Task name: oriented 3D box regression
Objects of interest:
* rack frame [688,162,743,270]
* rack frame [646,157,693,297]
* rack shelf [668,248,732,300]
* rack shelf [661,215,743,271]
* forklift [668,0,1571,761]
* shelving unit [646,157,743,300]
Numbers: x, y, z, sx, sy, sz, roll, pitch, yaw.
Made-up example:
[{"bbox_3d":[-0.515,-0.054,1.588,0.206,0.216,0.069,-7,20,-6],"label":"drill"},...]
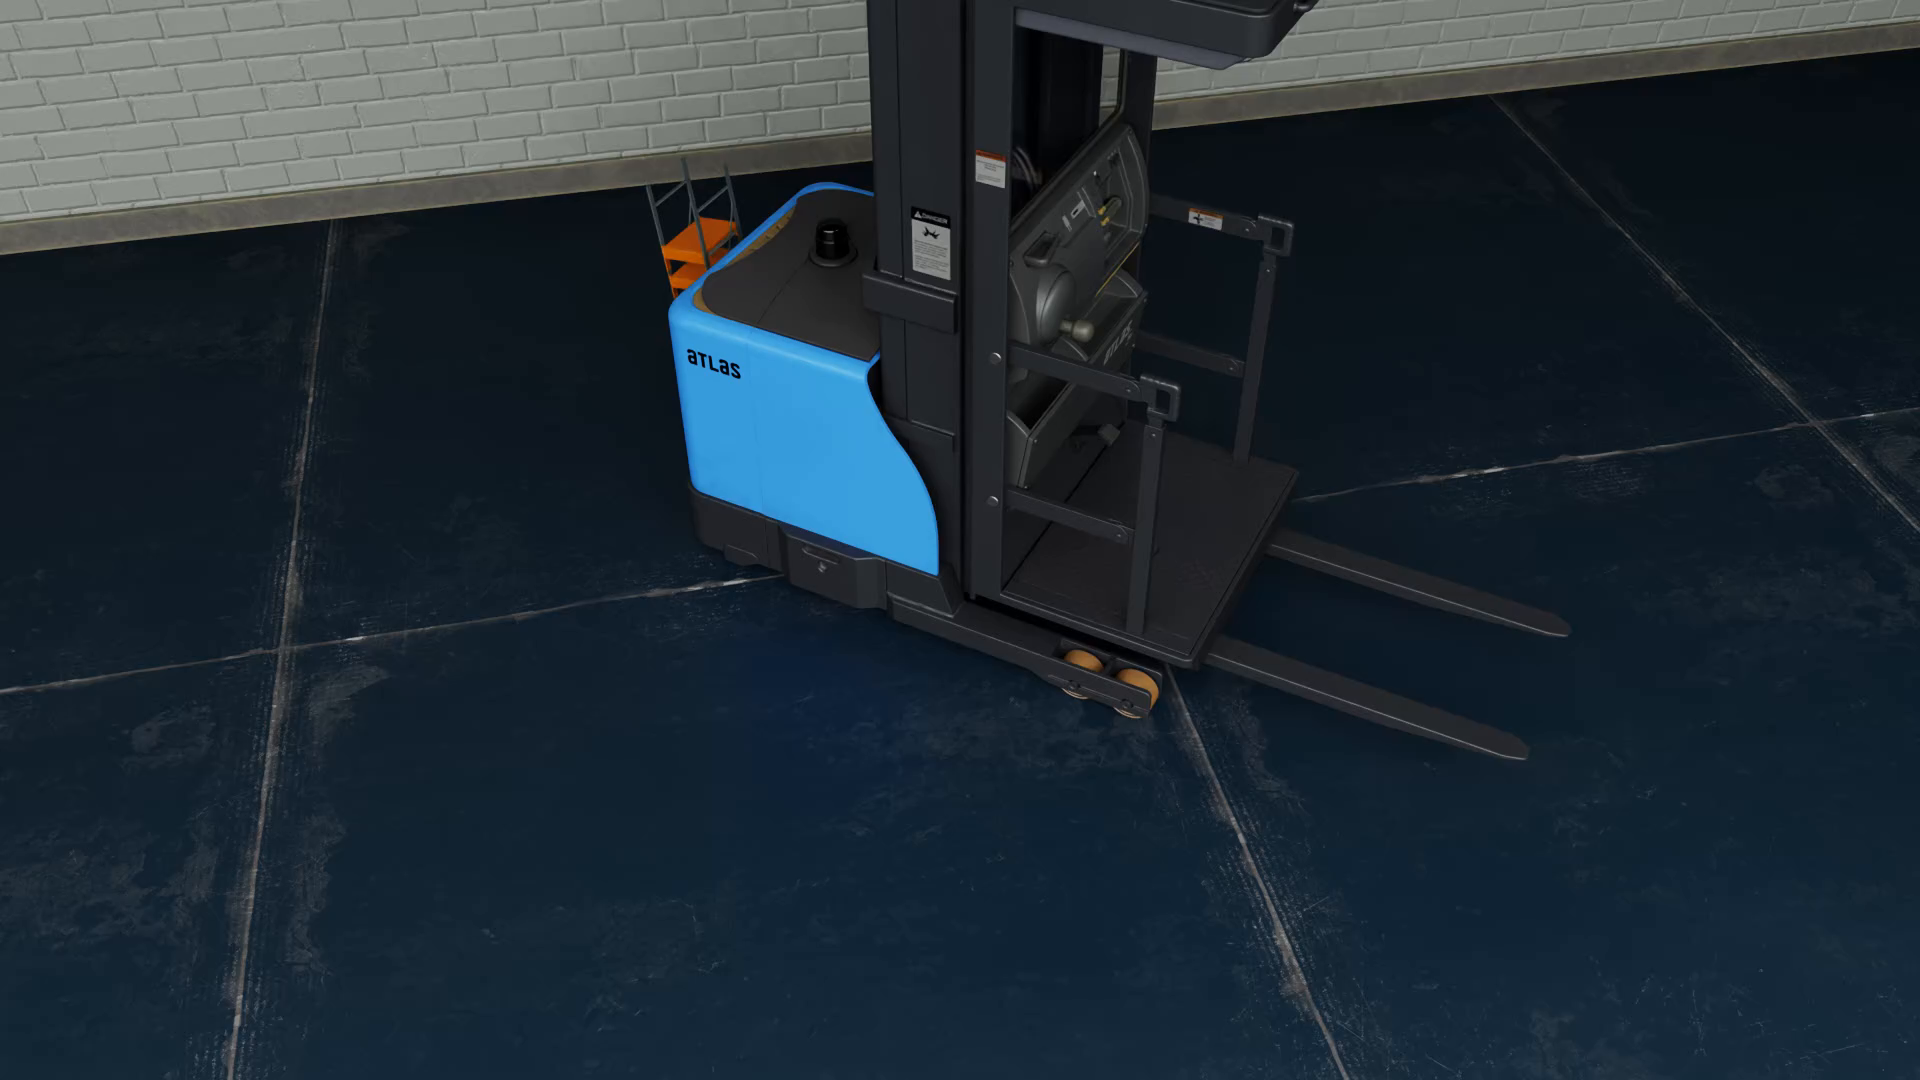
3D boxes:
[{"bbox_3d":[-0.821,-0.811,6.231,0.006,1.200,0.240,13,43,25],"label":"rack frame"},{"bbox_3d":[-0.983,-0.847,6.307,0.006,1.200,0.240,13,43,25],"label":"rack frame"},{"bbox_3d":[-0.924,-0.981,6.148,0.180,0.103,0.258,13,43,25],"label":"rack shelf"},{"bbox_3d":[-0.938,-1.075,6.074,0.180,0.103,0.258,13,43,25],"label":"rack shelf"},{"bbox_3d":[0.558,-0.905,5.062,3.031,2.935,1.130,19,45,20],"label":"forklift"},{"bbox_3d":[-0.902,-0.829,6.269,0.189,1.200,0.258,13,43,25],"label":"shelving unit"}]
